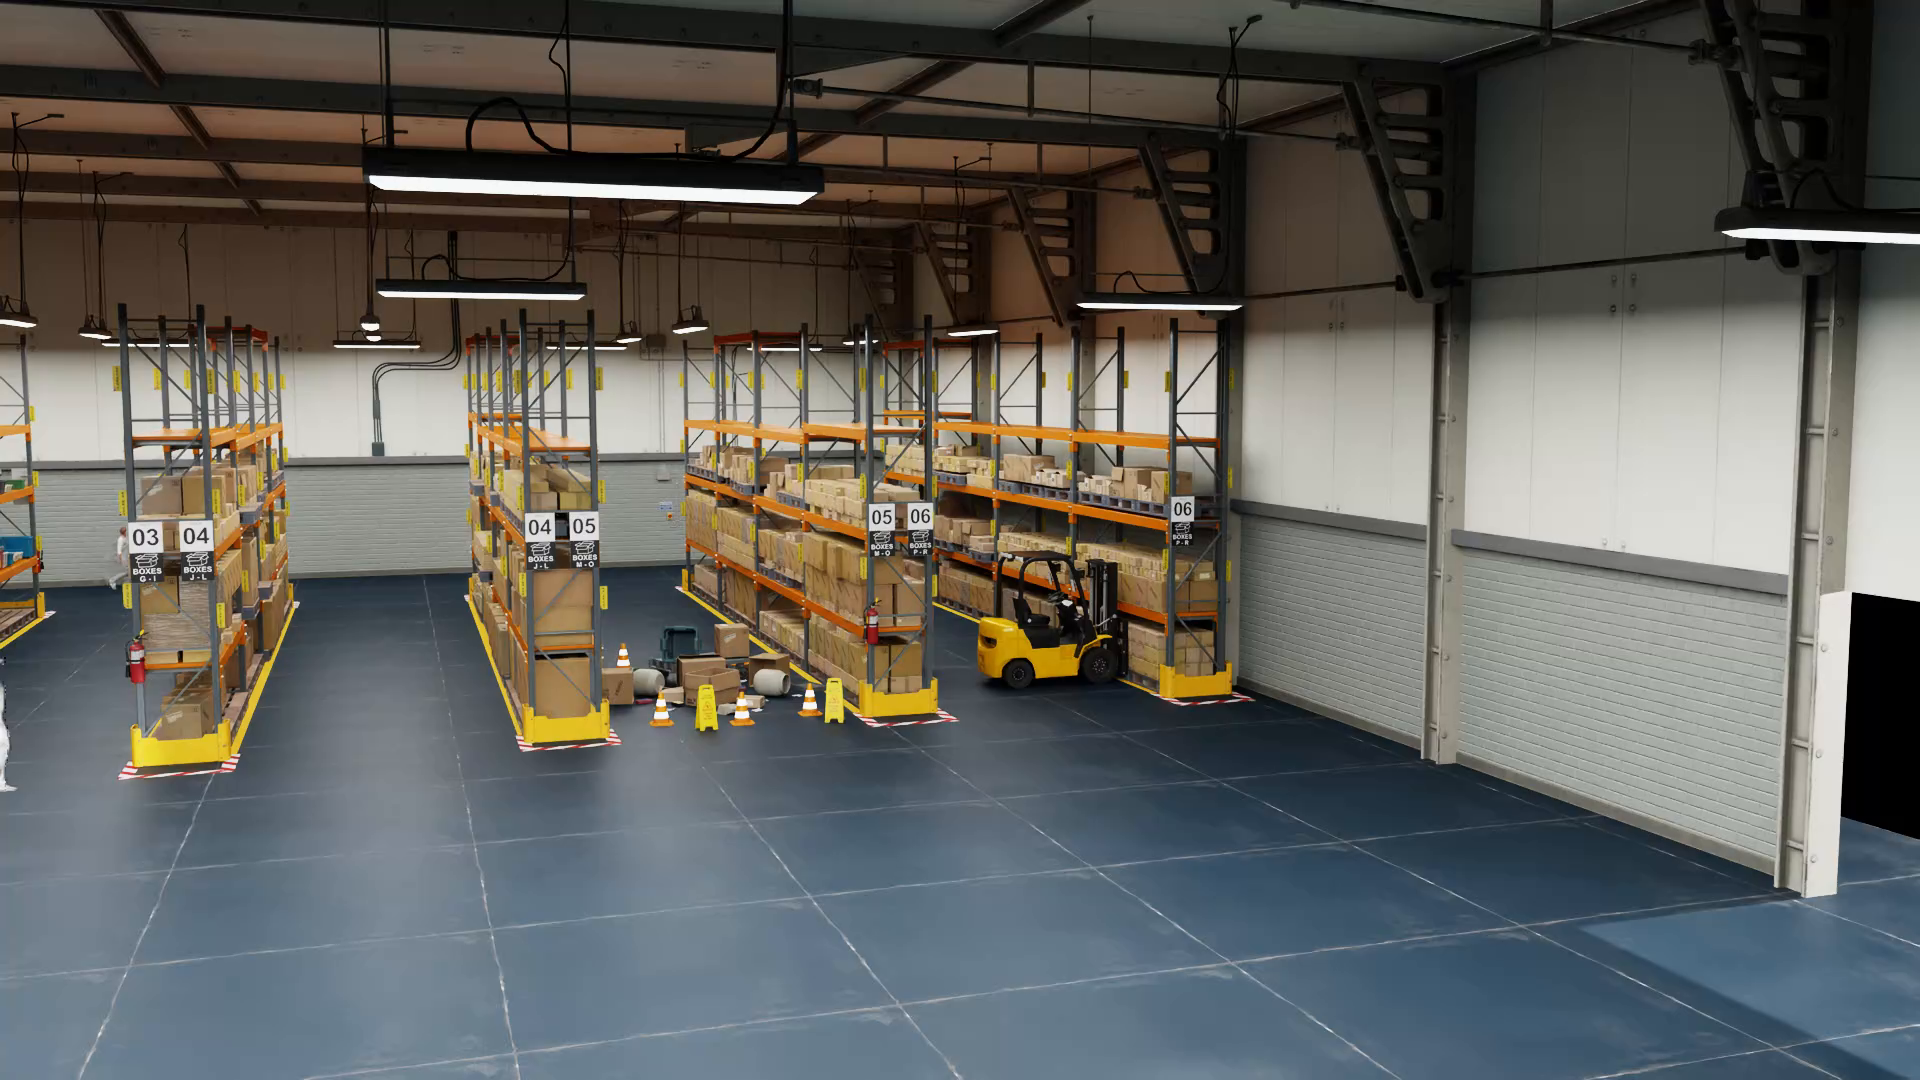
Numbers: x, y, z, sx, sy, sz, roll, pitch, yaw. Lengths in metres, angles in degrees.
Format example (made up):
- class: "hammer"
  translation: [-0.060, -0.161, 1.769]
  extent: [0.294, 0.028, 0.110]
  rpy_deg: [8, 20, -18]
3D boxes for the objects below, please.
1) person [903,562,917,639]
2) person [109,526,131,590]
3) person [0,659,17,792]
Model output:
- class: "person"
  translation: [-0.998, 1.271, 30.169]
  extent: [0.596, 1.733, 0.491]
  rpy_deg: [-1, 6, -15]
- class: "person"
  translation: [-19.894, 0.461, 39.491]
  extent: [0.557, 1.577, 0.435]
  rpy_deg: [0, 5, -4]
- class: "person"
  translation: [-11.713, 2.232, 20.073]
  extent: [0.494, 1.805, 0.718]
  rpy_deg: [-2, 6, -18]
